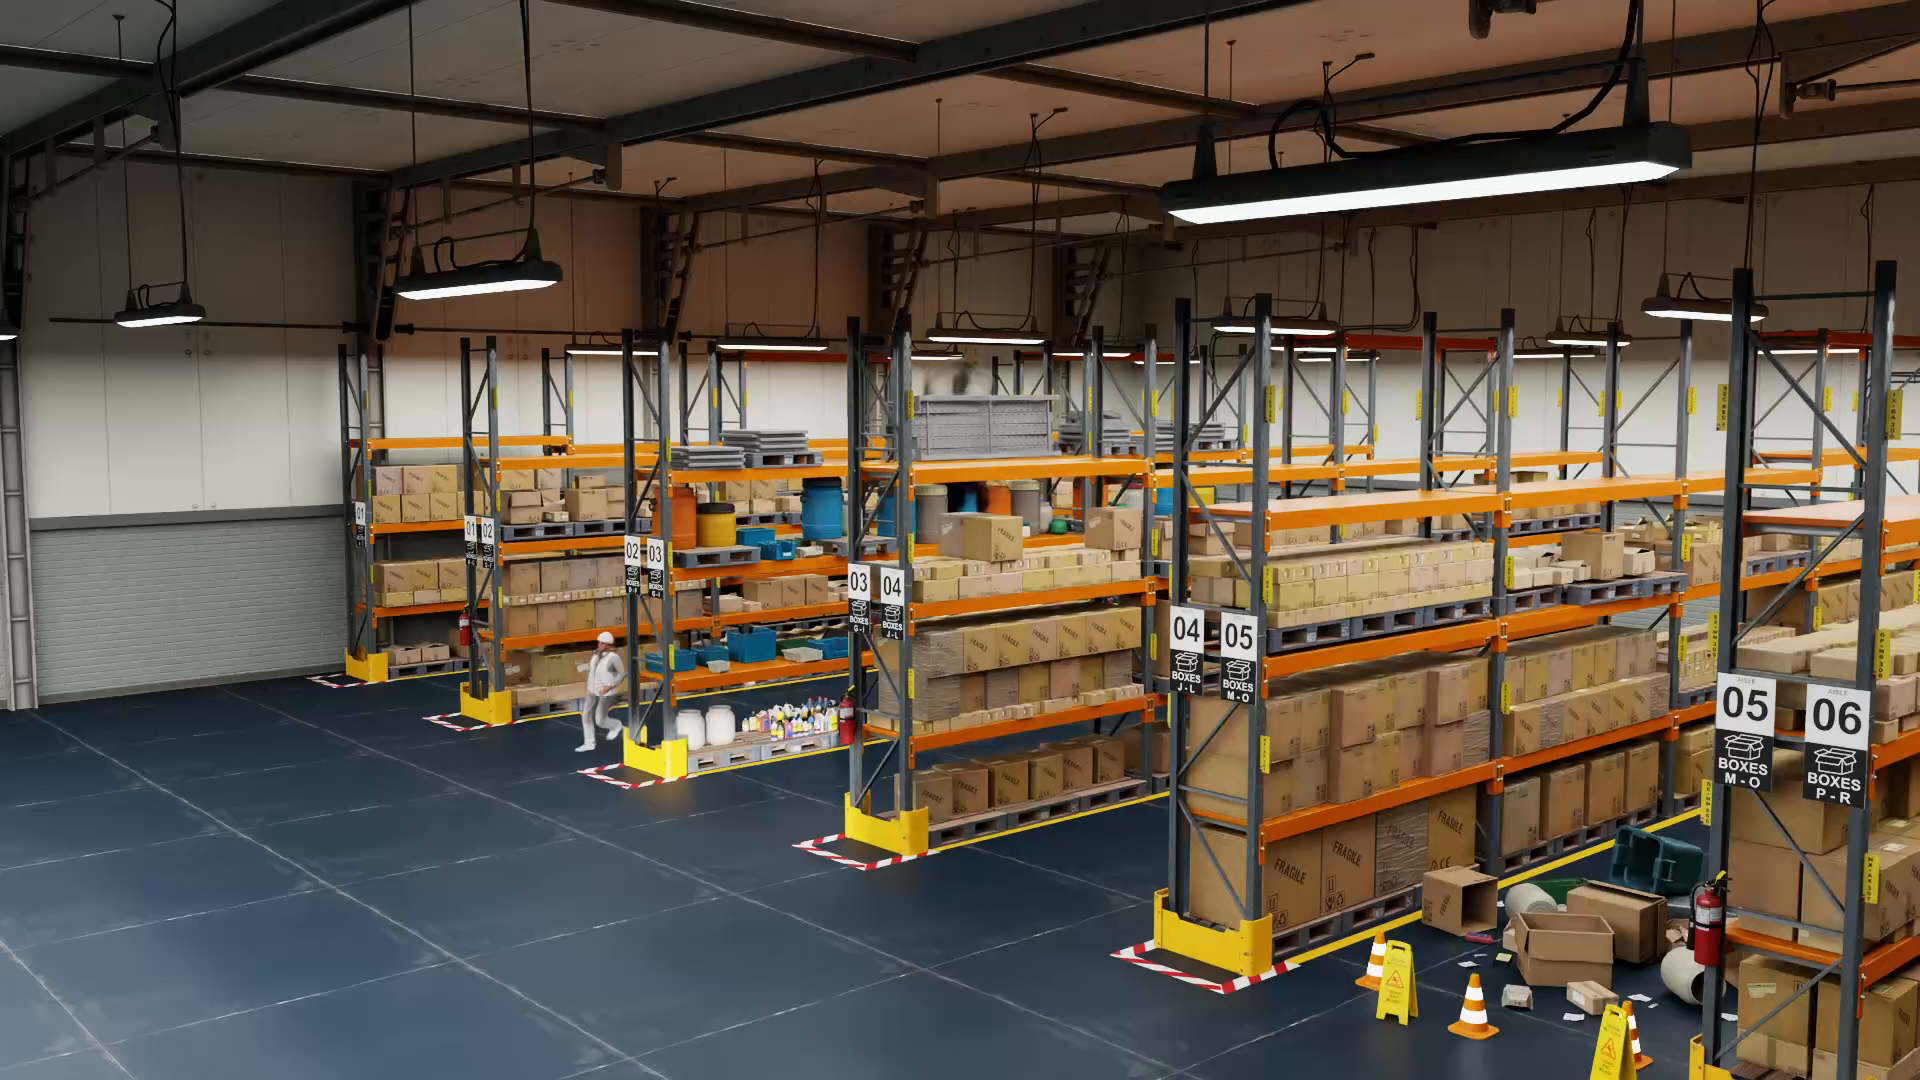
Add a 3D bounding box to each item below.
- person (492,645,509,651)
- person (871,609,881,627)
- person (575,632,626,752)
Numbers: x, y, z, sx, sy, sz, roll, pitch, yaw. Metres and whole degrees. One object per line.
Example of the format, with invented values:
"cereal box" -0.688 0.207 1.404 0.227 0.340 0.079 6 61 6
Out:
"person" -7.741 1.761 28.392 0.699 1.728 0.687 2 6 24
"person" -1.546 1.238 33.692 0.977 1.805 0.652 -4 7 -41
"person" -5.083 2.170 23.927 0.713 1.732 0.756 3 6 33
